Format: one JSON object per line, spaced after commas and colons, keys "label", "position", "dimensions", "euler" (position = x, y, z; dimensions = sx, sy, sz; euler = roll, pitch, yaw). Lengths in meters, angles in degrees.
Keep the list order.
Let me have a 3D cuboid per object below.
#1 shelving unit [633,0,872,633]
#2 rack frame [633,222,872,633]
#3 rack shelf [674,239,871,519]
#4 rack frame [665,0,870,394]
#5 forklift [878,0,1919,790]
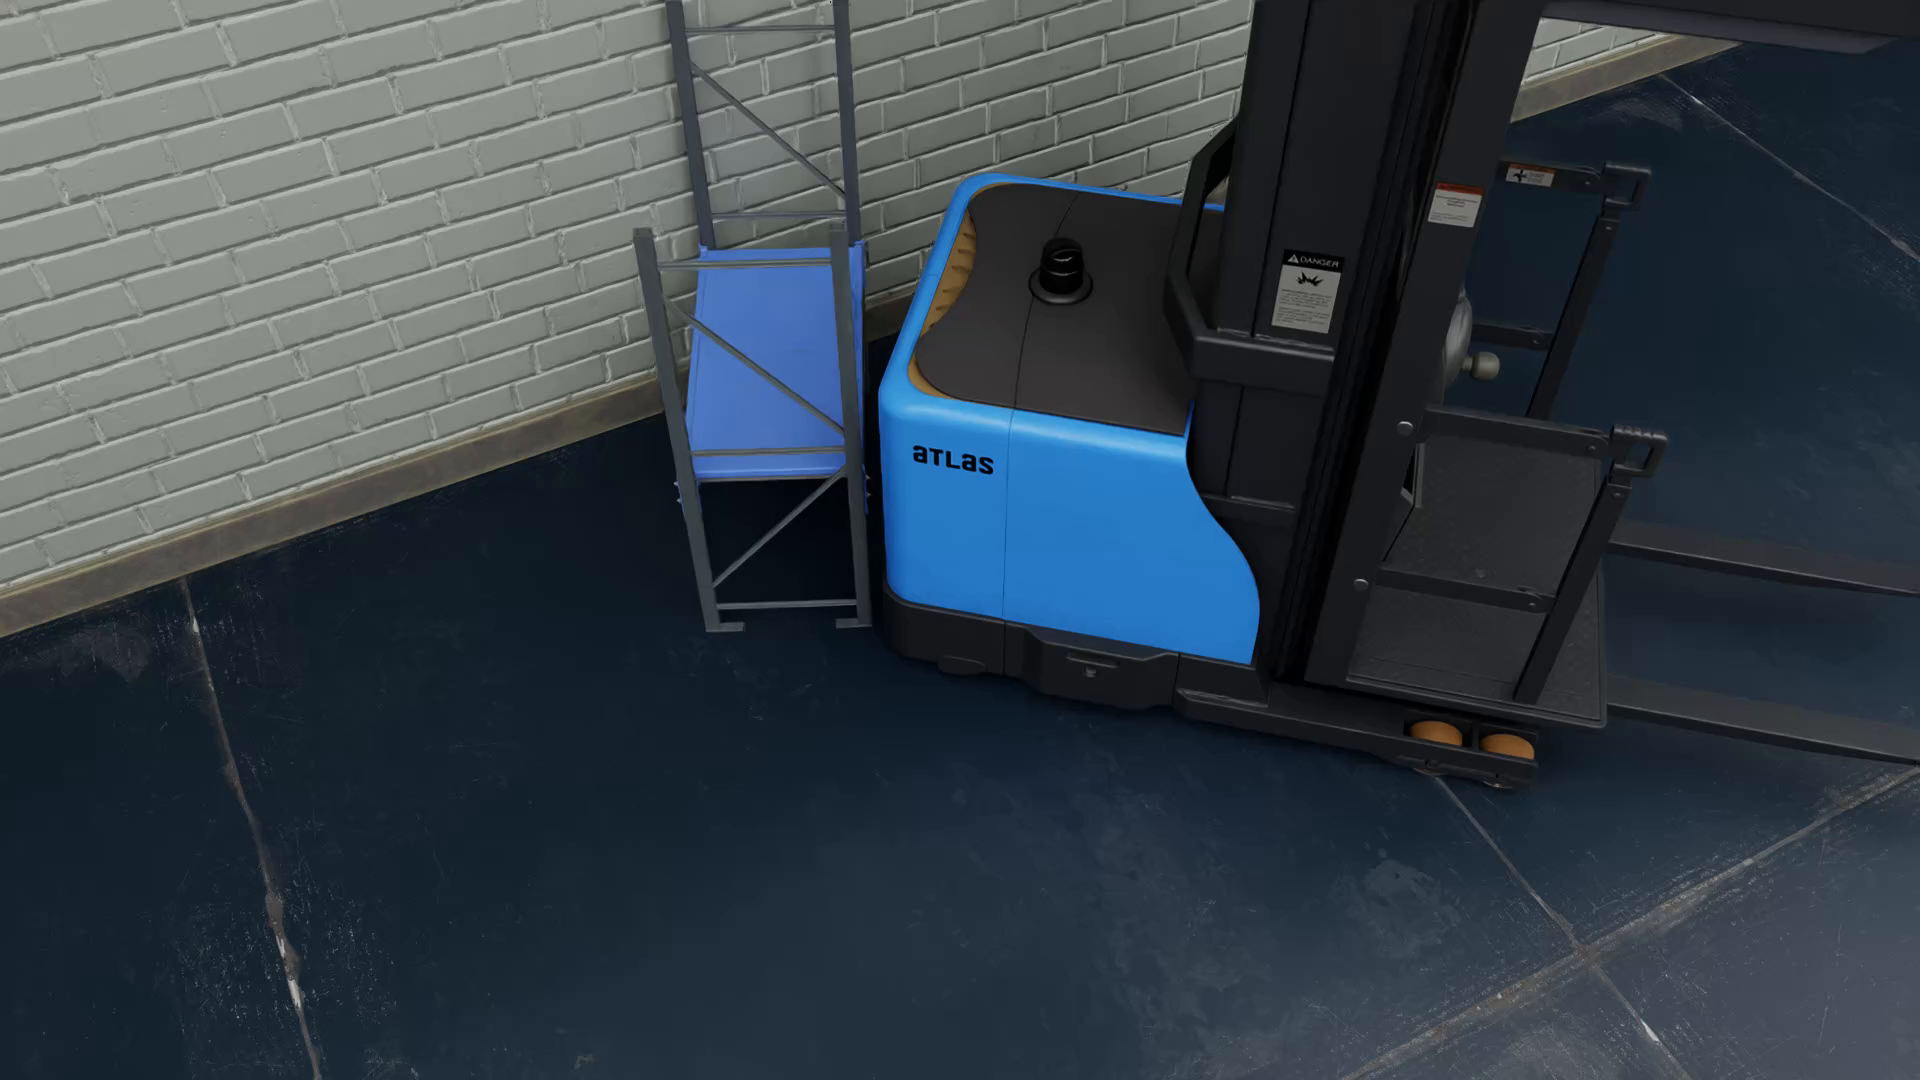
{"label": "shelving unit", "position": [-0.536, -0.616, 4.793], "dimensions": [0.538, 1.500, 1.048], "euler": [-2, 49, -2]}
{"label": "rack frame", "position": [-0.515, -0.234, 4.458], "dimensions": [0.500, 1.500, 0.032], "euler": [-2, 49, -2]}
{"label": "rack shelf", "position": [-0.536, -0.498, 4.928], "dimensions": [0.538, 0.185, 1.000], "euler": [-2, 49, -2]}
{"label": "rack frame", "position": [-0.558, -0.999, 5.127], "dimensions": [0.500, 1.500, 0.032], "euler": [-2, 49, -2]}
{"label": "forklift", "position": [1.351, -0.715, 3.928], "dimensions": [3.031, 2.935, 1.130], "euler": [10, 50, 9]}
